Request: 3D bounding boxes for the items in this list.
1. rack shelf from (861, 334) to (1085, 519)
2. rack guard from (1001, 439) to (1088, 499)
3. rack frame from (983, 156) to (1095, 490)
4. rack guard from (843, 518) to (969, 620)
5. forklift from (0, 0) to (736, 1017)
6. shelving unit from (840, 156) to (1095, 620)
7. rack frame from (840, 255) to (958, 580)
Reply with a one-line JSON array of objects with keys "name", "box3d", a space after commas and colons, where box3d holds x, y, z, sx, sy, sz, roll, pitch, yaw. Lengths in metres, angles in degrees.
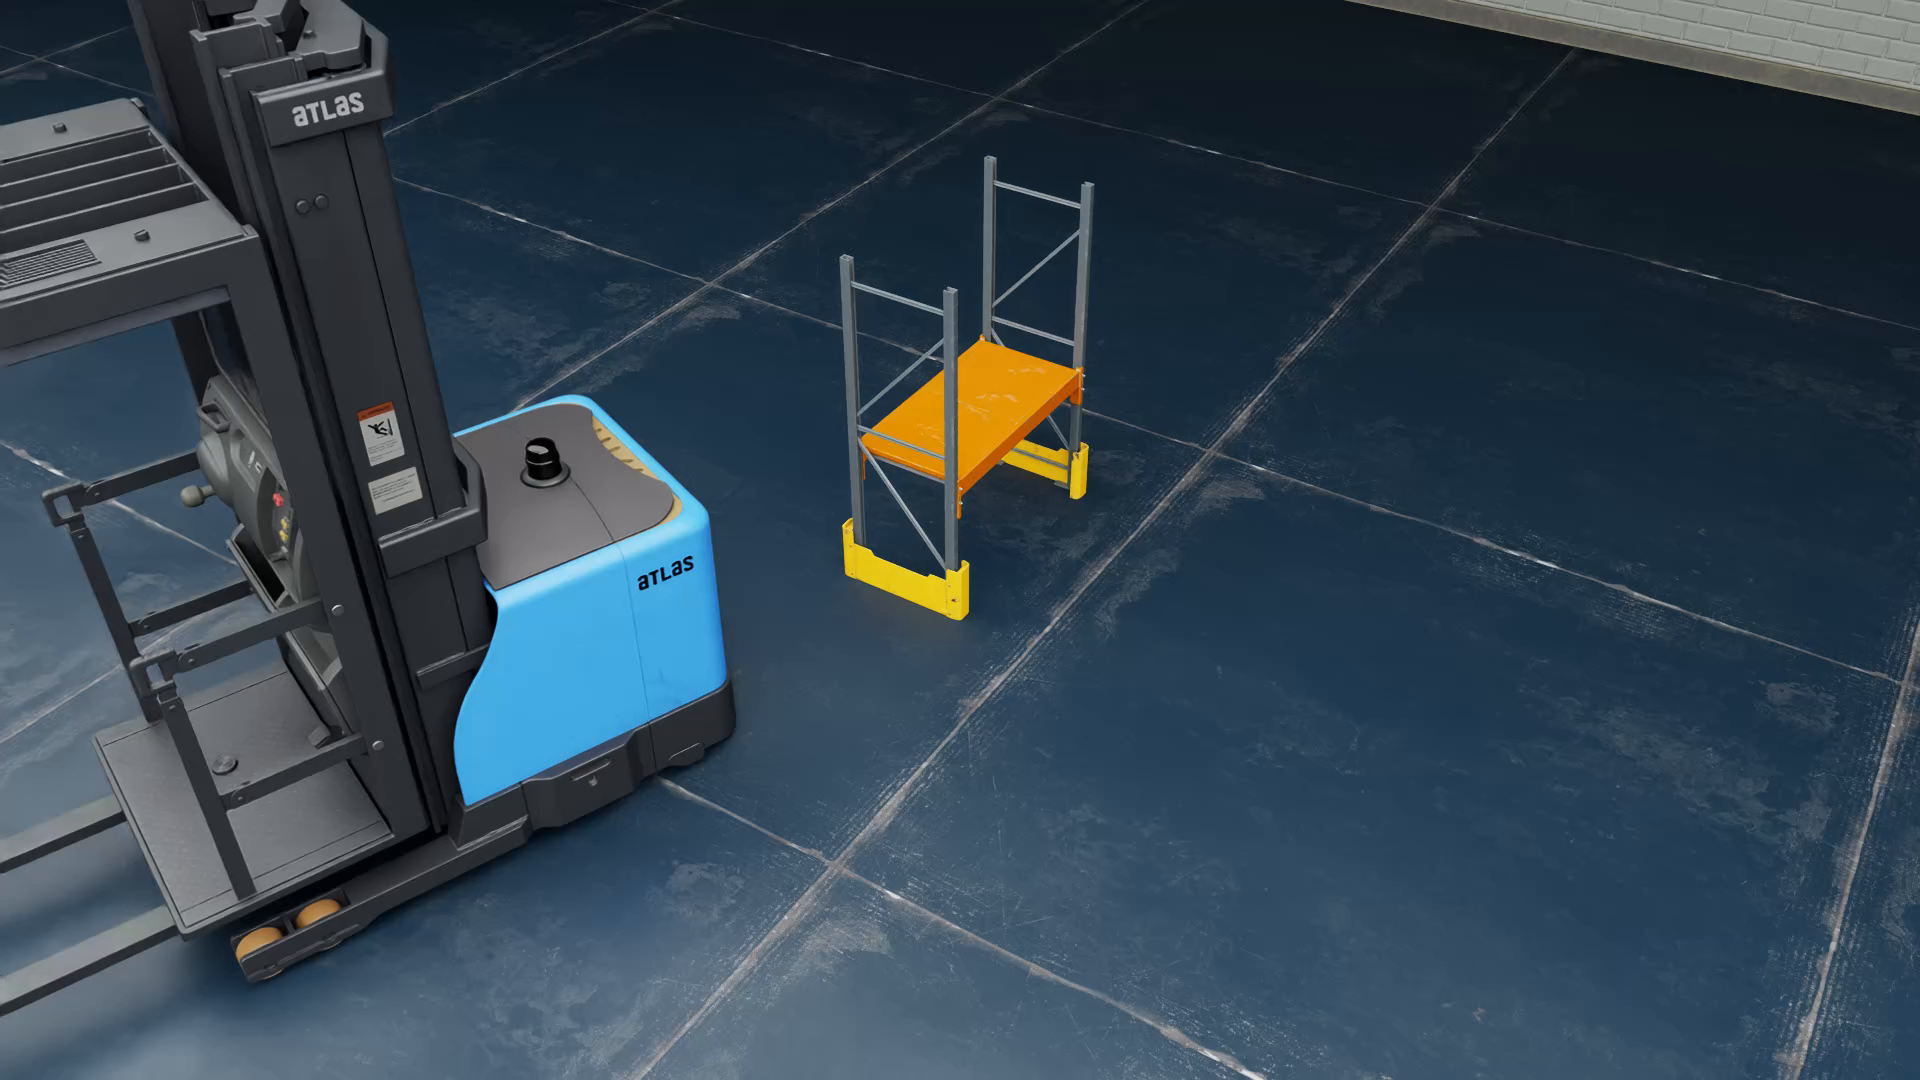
[{"name": "rack shelf", "box3d": [0.046, -0.496, 6.959, 0.538, 0.185, 1.000, 21, 42, 25]}, {"name": "rack guard", "box3d": [0.308, -0.395, 7.558, 0.587, 0.250, 0.087, 21, 42, 25]}, {"name": "rack frame", "box3d": [0.318, -0.900, 7.189, 0.500, 1.500, 0.032, 21, 42, 25]}, {"name": "rack guard", "box3d": [-0.226, 0.118, 6.892, 0.587, 0.250, 0.087, 21, 42, 25]}, {"name": "forklift", "box3d": [-2.325, -0.105, 4.986, 3.031, 2.935, 1.130, -24, 44, -28]}, {"name": "shelving unit", "box3d": [0.041, -0.633, 6.843, 0.587, 1.500, 1.083, 21, 42, 25]}, {"name": "rack frame", "box3d": [-0.227, -0.376, 6.509, 0.500, 1.500, 0.032, 21, 42, 25]}]
